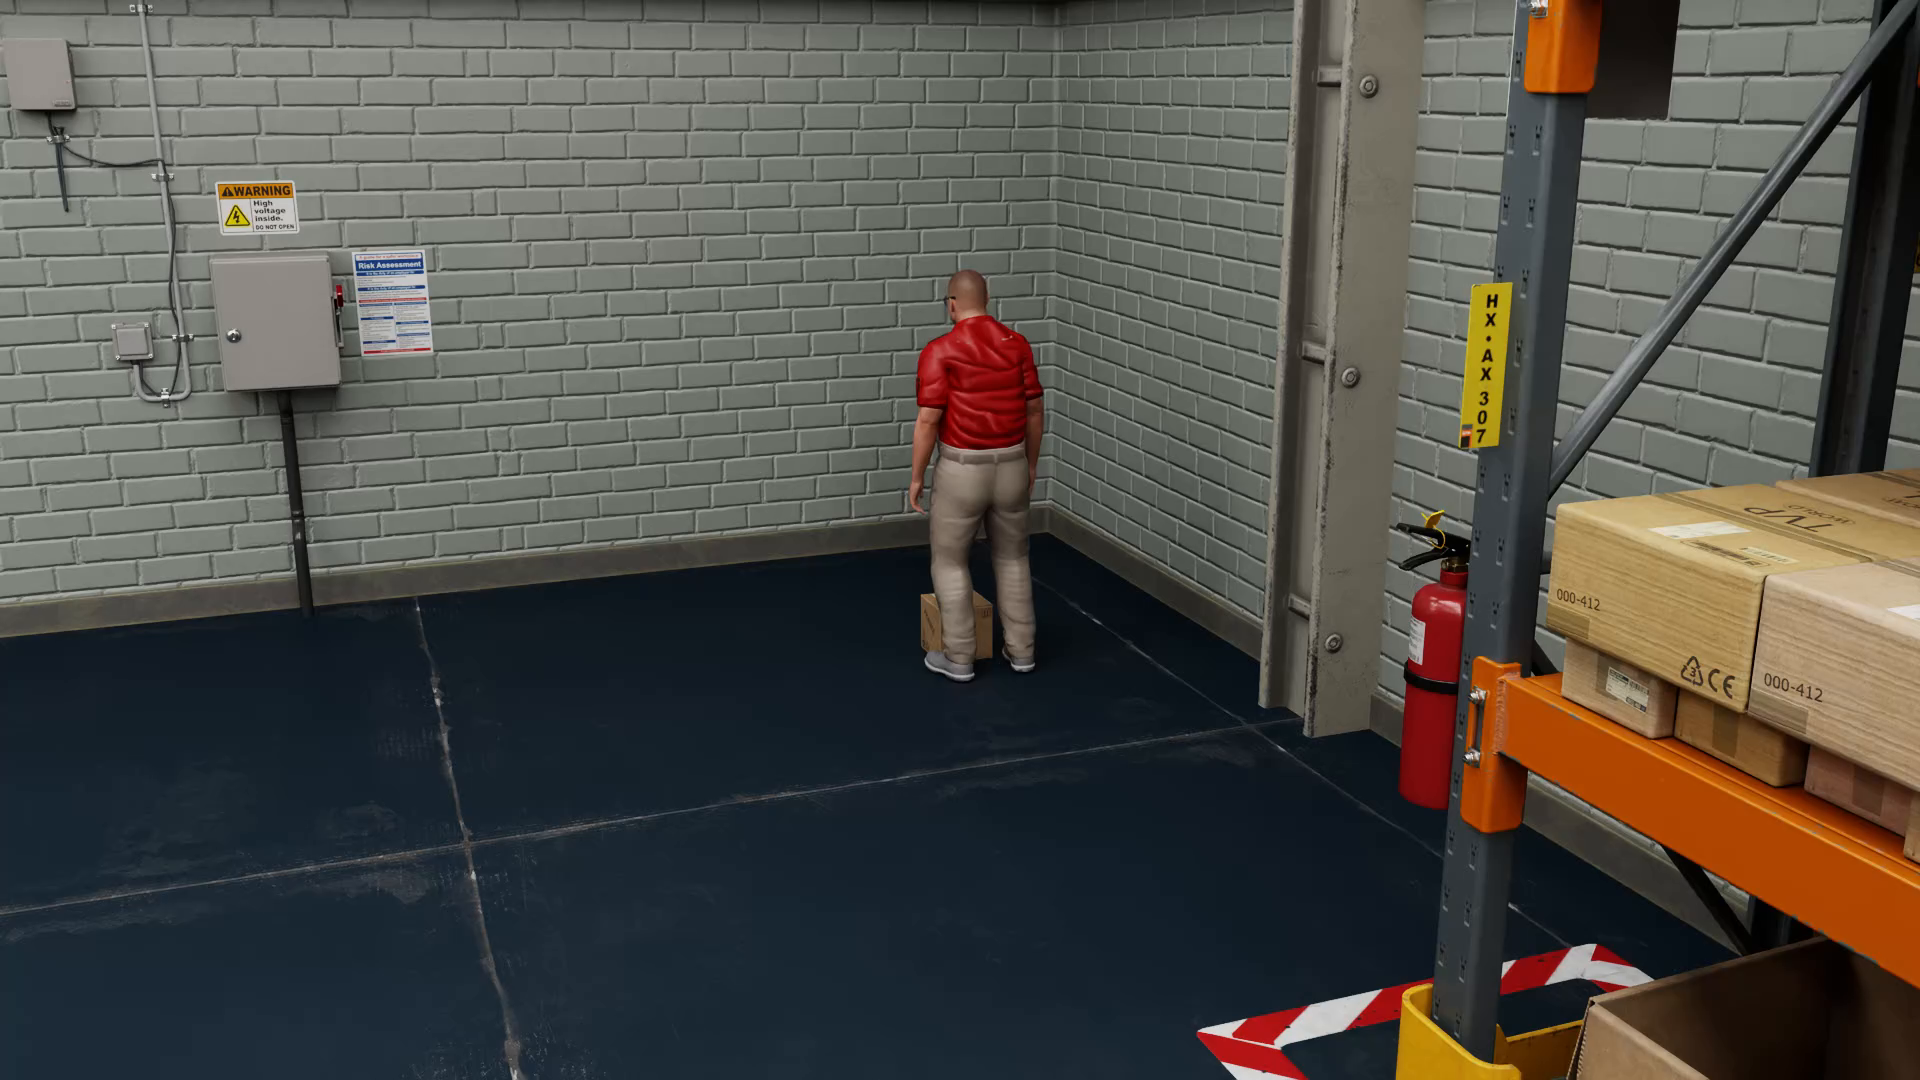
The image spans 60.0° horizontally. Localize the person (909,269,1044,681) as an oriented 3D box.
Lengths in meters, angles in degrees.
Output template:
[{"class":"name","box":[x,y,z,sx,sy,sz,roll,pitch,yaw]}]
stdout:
[{"class":"person","box":[0.075,-0.266,7.007,0.604,1.728,0.380,-7,17,-23]}]
